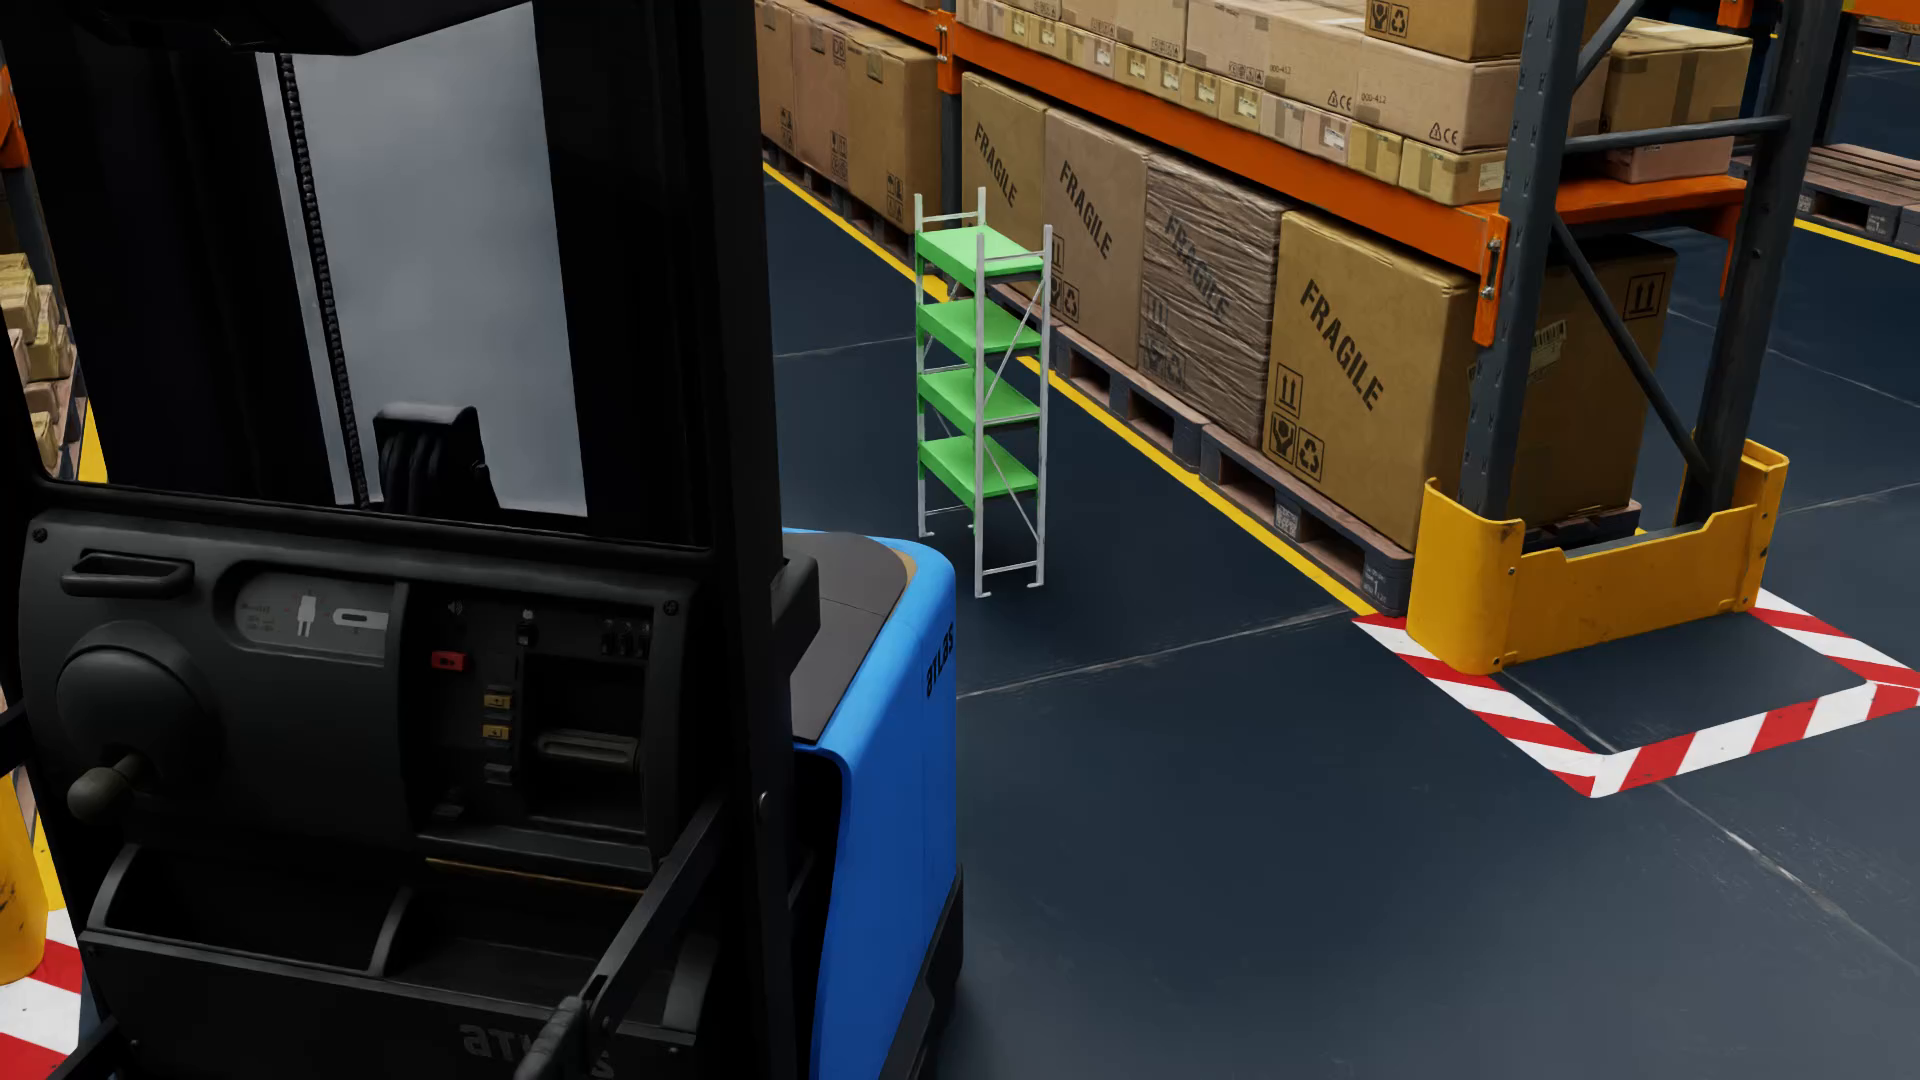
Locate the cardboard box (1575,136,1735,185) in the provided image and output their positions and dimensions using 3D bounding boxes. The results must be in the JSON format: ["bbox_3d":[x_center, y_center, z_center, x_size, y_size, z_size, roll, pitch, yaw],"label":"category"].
[{"bbox_3d":[2.124,-1.203,5.082,0.380,0.149,0.250,-10,28,-20],"label":"cardboard box"}]

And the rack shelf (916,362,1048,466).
[{"bbox_3d":[0.065,-0.415,5.378,0.258,0.148,0.480,-11,28,-21],"label":"rack shelf"}]

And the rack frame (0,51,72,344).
[{"bbox_3d":[-4.210,-1.919,6.262,1.000,3.000,0.127,-11,28,-21],"label":"rack frame"}]

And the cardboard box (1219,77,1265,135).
[{"bbox_3d":[1.116,-1.502,5.695,0.380,0.149,0.250,-11,28,-22],"label":"cardboard box"}]

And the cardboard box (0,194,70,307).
[{"bbox_3d":[-4.256,-1.329,7.423,0.500,0.500,0.500,-9,28,-19],"label":"cardboard box"}]

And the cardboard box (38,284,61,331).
[{"bbox_3d":[-3.795,-0.888,6.582,0.380,0.149,0.250,-10,28,-20],"label":"cardboard box"}]

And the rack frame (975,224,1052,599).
[{"bbox_3d":[0.160,-0.374,5.148,0.240,1.200,0.015,-11,28,-21],"label":"rack frame"}]

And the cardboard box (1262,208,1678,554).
[{"bbox_3d":[1.635,-0.595,5.492,0.875,0.875,0.875,-11,28,-21],"label":"cardboard box"}]

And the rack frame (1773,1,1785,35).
[{"bbox_3d":[7.943,-6.046,14.715,1.000,3.000,0.127,-11,28,-21],"label":"rack frame"}]

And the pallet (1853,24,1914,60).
[{"bbox_3d":[8.201,-4.485,14.696,1.003,0.211,1.213,-11,28,-21],"label":"pallet"}]

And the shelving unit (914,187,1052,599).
[{"bbox_3d":[0.065,-0.472,5.350,0.258,1.200,0.503,-11,28,-21],"label":"shelving unit"}]

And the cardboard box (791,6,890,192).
[{"bbox_3d":[-0.227,-2.580,9.559,1.225,0.875,0.875,-12,28,-22],"label":"cardboard box"}]

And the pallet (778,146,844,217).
[{"bbox_3d":[-0.460,-2.270,10.158,1.003,0.211,1.213,-11,28,-21],"label":"pallet"}]

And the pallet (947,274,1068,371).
[{"bbox_3d":[0.619,-1.157,7.880,1.003,0.211,1.213,-11,28,-21],"label":"pallet"}]

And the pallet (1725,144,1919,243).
[{"bbox_3d":[5.274,-2.039,9.685,1.003,0.211,1.213,-11,28,-21],"label":"pallet"}]

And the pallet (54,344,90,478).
[{"bbox_3d":[-3.915,-0.401,6.331,1.003,0.211,1.213,-11,28,-21],"label":"pallet"}]

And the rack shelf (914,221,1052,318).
[{"bbox_3d":[0.065,-0.846,5.167,0.258,0.148,0.480,-11,28,-21],"label":"rack shelf"}]

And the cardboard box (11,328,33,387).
[{"bbox_3d":[-3.370,-0.588,5.629,0.380,0.149,0.250,-12,28,-23],"label":"cardboard box"}]

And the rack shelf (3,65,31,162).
[{"bbox_3d":[-4.994,-2.404,8.074,1.077,0.370,4.000,-11,28,-21],"label":"rack shelf"}]

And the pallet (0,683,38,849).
[{"bbox_3d":[-2.959,0.584,4.314,1.003,0.211,1.213,-11,28,-21],"label":"pallet"}]

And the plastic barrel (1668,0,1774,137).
[{"bbox_3d":[4.753,-3.050,10.491,0.600,0.901,0.708,-11,28,-21],"label":"plastic barrel"}]

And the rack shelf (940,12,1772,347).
[{"bbox_3d":[1.176,-1.600,6.428,1.077,0.370,4.000,-11,28,-21],"label":"rack shelf"}]

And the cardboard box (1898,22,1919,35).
[{"bbox_3d":[8.260,-4.474,13.842,0.500,0.500,0.500,-11,28,-21],"label":"cardboard box"}]

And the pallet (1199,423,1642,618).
[{"bbox_3d":[1.574,-0.172,5.862,1.003,0.211,1.213,-11,28,-21],"label":"pallet"}]

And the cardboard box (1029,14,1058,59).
[{"bbox_3d":[0.514,-2.123,6.966,0.380,0.149,0.250,-11,28,-22],"label":"cardboard box"}]

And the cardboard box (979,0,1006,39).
[{"bbox_3d":[0.306,-2.335,7.401,0.380,0.149,0.250,-12,28,-22],"label":"cardboard box"}]

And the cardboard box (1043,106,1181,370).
[{"bbox_3d":[0.930,-1.321,6.980,0.875,0.875,0.875,-11,28,-21],"label":"cardboard box"}]

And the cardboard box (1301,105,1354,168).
[{"bbox_3d":[1.316,-1.297,5.274,0.380,0.149,0.250,-11,28,-20],"label":"cardboard box"}]

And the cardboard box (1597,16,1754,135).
[{"bbox_3d":[2.020,-1.422,5.077,0.500,0.250,0.500,-11,28,-22],"label":"cardboard box"}]

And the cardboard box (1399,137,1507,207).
[{"bbox_3d":[1.517,-1.090,4.851,0.380,0.149,0.250,-10,28,-20],"label":"cardboard box"}]

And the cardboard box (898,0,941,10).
[{"bbox_3d":[-0.042,-2.918,8.193,0.500,0.500,0.500,-10,28,-20],"label":"cardboard box"}]

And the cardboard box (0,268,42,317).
[{"bbox_3d":[-3.695,-0.899,6.265,0.380,0.149,0.250,-10,28,-20],"label":"cardboard box"}]

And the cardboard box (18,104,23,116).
[{"bbox_3d":[-4.468,-1.880,7.698,0.500,0.250,0.500,-10,28,-19],"label":"cardboard box"}]

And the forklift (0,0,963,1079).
[{"bbox_3d":[-0.829,0.234,1.931,1.130,2.935,3.031,6,27,12],"label":"forklift"}]

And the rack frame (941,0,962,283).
[{"bbox_3d":[0.393,-2.731,7.924,1.000,3.000,0.127,-11,28,-21],"label":"rack frame"}]

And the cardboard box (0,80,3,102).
[{"bbox_3d":[-3.682,-1.646,5.989,0.380,0.149,0.250,-11,28,-22],"label":"cardboard box"}]

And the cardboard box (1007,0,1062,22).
[{"bbox_3d":[0.526,-2.361,6.998,0.500,0.250,0.500,-11,28,-21],"label":"cardboard box"}]

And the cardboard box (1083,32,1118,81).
[{"bbox_3d":[0.711,-1.918,6.546,0.380,0.149,0.250,-10,28,-20],"label":"cardboard box"}]

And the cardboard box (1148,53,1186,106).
[{"bbox_3d":[0.919,-1.707,6.115,0.380,0.149,0.250,-10,28,-20],"label":"cardboard box"}]

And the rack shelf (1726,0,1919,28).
[{"bbox_3d":[5.733,-2.451,8.171,1.077,0.370,4.000,-11,28,-21],"label":"rack shelf"}]

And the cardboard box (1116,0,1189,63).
[{"bbox_3d":[0.920,-1.952,6.161,0.500,0.250,0.500,-11,28,-21],"label":"cardboard box"}]

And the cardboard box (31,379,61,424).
[{"bbox_3d":[-3.556,-0.512,6.151,0.380,0.149,0.250,-12,28,-22],"label":"cardboard box"}]

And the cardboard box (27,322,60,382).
[{"bbox_3d":[-3.556,-0.676,6.147,0.380,0.149,0.250,-12,28,-22],"label":"cardboard box"}]

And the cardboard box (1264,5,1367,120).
[{"bbox_3d":[1.327,-1.537,5.312,0.500,0.250,0.500,-11,28,-21],"label":"cardboard box"}]

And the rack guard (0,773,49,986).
[{"bbox_3d":[-2.674,0.788,3.566,1.175,0.500,0.348,-11,28,-21],"label":"rack guard"}]

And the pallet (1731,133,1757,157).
[{"bbox_3d":[4.686,-2.647,10.932,1.003,0.211,1.213,-11,28,-21],"label":"pallet"}]
